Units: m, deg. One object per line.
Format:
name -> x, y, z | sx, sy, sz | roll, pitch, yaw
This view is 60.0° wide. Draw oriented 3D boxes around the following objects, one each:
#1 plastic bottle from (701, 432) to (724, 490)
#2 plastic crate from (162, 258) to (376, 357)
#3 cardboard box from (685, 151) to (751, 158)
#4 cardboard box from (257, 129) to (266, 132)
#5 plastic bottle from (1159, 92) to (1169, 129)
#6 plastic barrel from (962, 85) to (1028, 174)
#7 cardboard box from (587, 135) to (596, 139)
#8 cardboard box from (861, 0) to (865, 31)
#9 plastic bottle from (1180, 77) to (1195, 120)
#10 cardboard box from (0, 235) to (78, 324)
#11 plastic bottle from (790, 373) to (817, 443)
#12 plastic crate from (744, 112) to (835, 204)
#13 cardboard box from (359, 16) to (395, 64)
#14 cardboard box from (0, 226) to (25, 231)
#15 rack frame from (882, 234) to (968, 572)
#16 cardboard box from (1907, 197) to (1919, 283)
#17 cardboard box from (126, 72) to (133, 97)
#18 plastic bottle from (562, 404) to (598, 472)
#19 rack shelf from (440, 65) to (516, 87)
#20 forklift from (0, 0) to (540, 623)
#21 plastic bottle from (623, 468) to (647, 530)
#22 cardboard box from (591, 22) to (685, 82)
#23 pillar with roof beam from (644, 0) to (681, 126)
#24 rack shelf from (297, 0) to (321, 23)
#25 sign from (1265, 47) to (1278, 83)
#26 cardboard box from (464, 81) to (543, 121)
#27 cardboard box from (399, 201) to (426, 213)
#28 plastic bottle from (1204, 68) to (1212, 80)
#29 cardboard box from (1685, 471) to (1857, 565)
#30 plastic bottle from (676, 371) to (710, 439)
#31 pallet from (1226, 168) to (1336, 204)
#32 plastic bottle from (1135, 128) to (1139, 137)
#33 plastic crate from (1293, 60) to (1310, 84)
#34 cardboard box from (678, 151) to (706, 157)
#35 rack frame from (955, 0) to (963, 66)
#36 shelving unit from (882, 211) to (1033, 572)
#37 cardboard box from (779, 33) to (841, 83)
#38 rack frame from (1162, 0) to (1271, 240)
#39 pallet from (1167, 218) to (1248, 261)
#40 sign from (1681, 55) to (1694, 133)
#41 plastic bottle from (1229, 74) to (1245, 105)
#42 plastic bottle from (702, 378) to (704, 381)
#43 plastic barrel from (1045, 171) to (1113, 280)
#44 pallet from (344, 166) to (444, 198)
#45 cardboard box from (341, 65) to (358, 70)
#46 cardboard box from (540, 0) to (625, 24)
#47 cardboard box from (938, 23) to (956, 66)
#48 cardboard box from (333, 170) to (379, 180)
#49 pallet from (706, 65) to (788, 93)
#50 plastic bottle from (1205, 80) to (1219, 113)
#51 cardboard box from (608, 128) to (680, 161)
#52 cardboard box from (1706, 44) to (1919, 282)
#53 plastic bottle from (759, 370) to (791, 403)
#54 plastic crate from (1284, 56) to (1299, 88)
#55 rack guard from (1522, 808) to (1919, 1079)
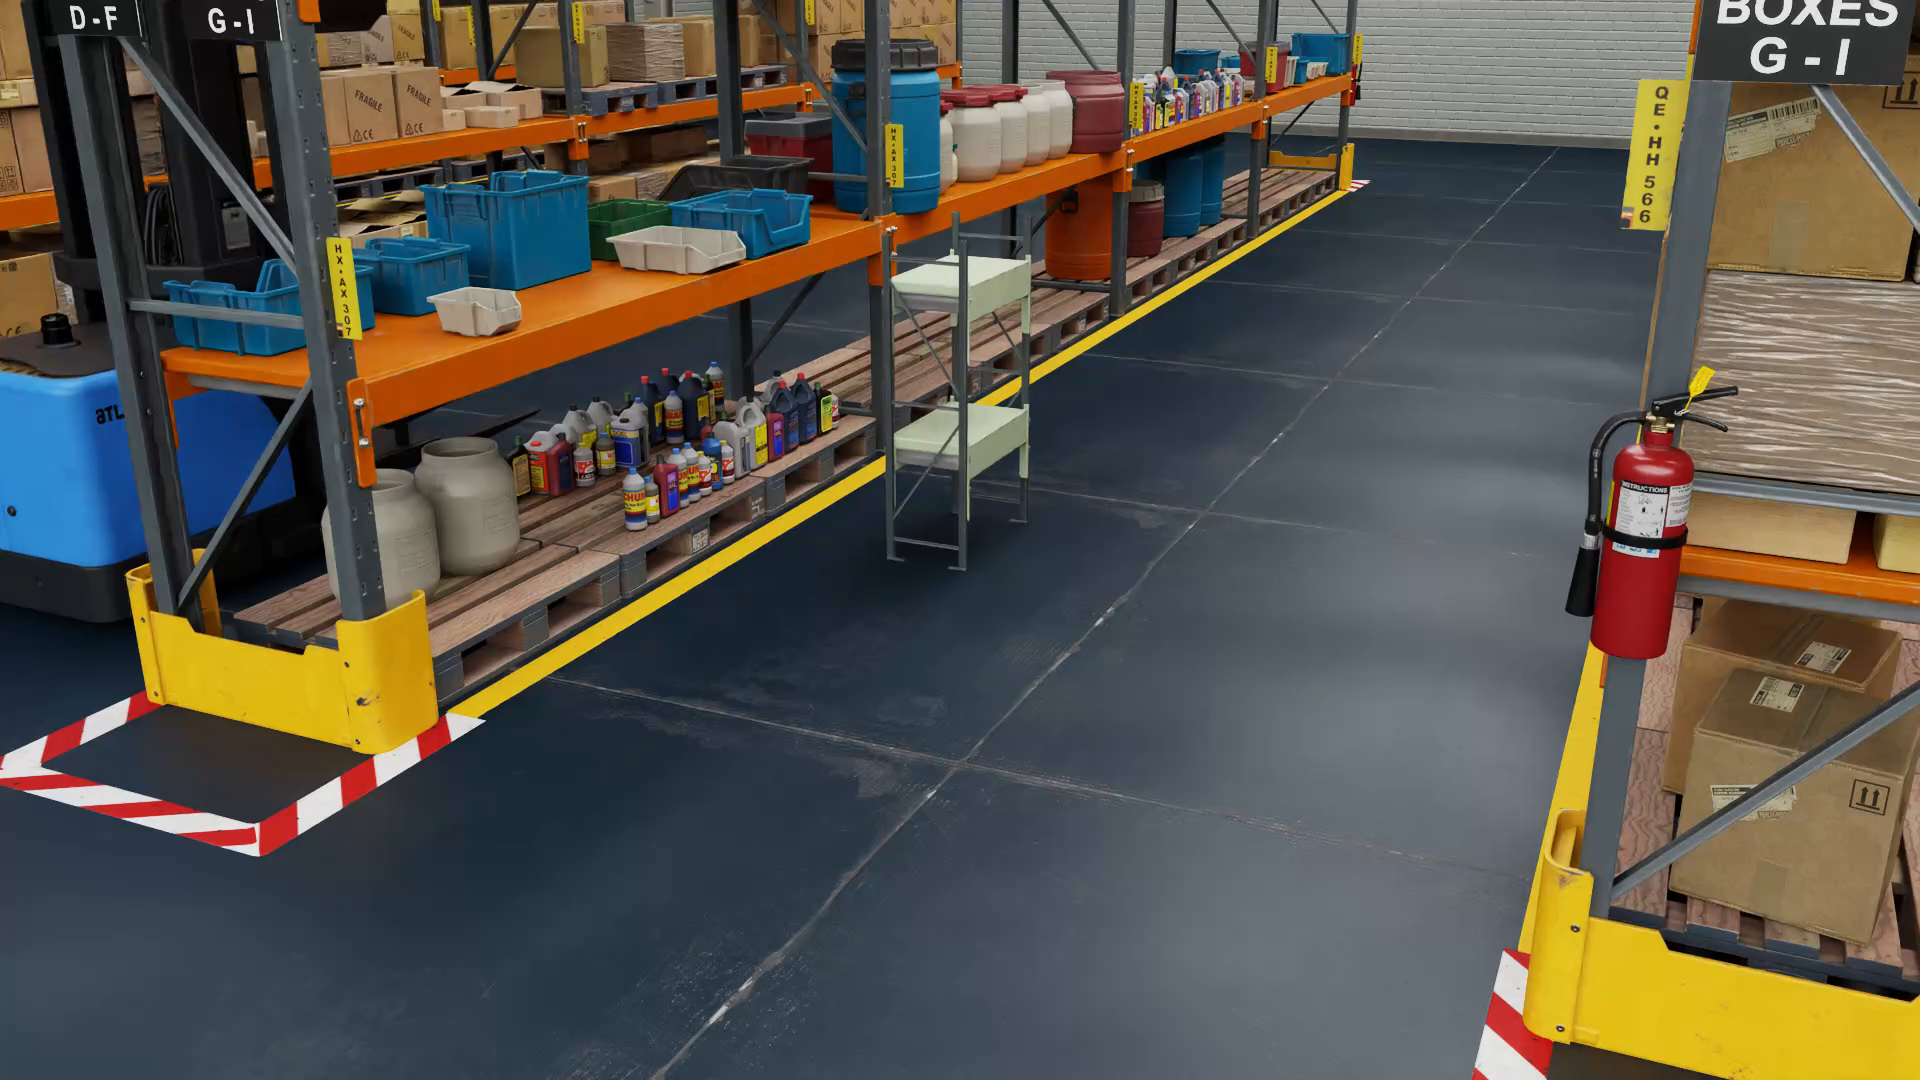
plastic bottle -> -1.191, -0.386, 7.992 | 0.097, 0.271, 0.097 | 0, 20, 0
plastic crate -> -2.550, -0.879, 6.186 | 0.499, 0.251, 0.616 | 9, 21, 23
cardboard box -> -2.442, -3.640, 16.802 | 0.500, 0.500, 0.500 | 9, 21, 23
cardboard box -> -5.169, -2.889, 11.817 | 0.396, 0.266, 0.258 | 8, 21, 21
plastic bottle -> 1.647, -3.480, 13.452 | 0.061, 0.283, 0.133 | 9, 21, 23
plastic barrel -> 0.226, -2.661, 10.771 | 0.433, 0.535, 0.433 | 0, 20, 0
cardboard box -> -5.369, -5.645, 22.469 | 0.700, 0.500, 0.500 | 8, 21, 23
cardboard box -> -1.214, -6.043, 18.842 | 0.500, 0.500, 0.500 | 8, 21, 21
plastic bottle -> 1.903, -3.737, 14.075 | 0.144, 0.351, 0.185 | 9, 21, 23
cardboard box -> -5.567, -1.591, 10.324 | 0.500, 0.500, 0.500 | 9, 21, 23
plastic bottle -> -0.845, -0.701, 8.759 | 0.144, 0.351, 0.185 | 8, 21, 21
plastic crate -> -0.925, -2.198, 9.577 | 0.402, 0.464, 0.583 | 9, 21, 23
cardboard box -> -6.765, -5.646, 18.746 | 0.500, 0.500, 0.500 | 9, 21, 23
cardboard box -> -8.986, -3.065, 15.184 | 0.700, 0.500, 0.500 | 8, 21, 22
rack frame -> -0.153, -0.593, 7.397 | 0.400, 1.500, 0.023 | 9, 21, 23
cardboard box -> 2.511, -0.864, 3.838 | 0.500, 0.500, 0.500 | 9, 21, 23
cardboard box -> -5.380, -2.823, 10.314 | 0.380, 0.149, 0.250 | 8, 21, 22
plastic bottle -> -1.881, -0.503, 8.202 | 0.144, 0.351, 0.185 | 10, 22, 25
rack shelf -> -5.787, -6.055, 21.592 | 1.077, 0.370, 4.000 | 9, 21, 23
forklift -> -3.305, -1.495, 7.798 | 1.130, 2.935, 3.031 | 9, 21, 23
plastic bottle -> -1.455, -0.188, 7.437 | 0.097, 0.271, 0.097 | 0, 20, 0
cardboard box -> -3.020, -4.588, 15.616 | 0.700, 0.500, 0.500 | 13, 23, 33
pillar with roof beam -> -0.724, -10.185, 23.179 | 9.100, 9.000, 0.400 | 9, 21, 23
rack shelf -> -1.663, -2.441, 6.952 | 1.077, 0.370, 4.000 | 9, 21, 23
sign -> 2.933, -4.478, 15.670 | 0.100, 0.325, 0.005 | 9, 21, 23
cardboard box -> -3.912, -3.734, 14.125 | 0.500, 0.311, 0.500 | 10, 22, 26
cardboard box -> -4.129, -2.540, 13.275 | 0.500, 0.311, 0.500 | 8, 21, 22
plastic bottle -> 2.223, -4.094, 15.077 | 0.144, 0.351, 0.185 | 9, 21, 23
cardboard box -> 1.965, -0.072, 4.071 | 0.380, 0.149, 0.250 | 9, 21, 23
plastic bottle -> -1.422, -0.727, 8.834 | 0.144, 0.351, 0.185 | 9, 21, 23
pallet -> 3.697, -4.085, 19.142 | 1.003, 0.211, 1.213 | 9, 21, 23
plastic bottle -> 1.339, -3.260, 12.850 | 0.097, 0.271, 0.097 | 0, 20, 0
plastic crate -> 3.463, -4.932, 17.522 | 0.416, 0.233, 0.300 | 9, 21, 23
cardboard box -> -2.926, -3.703, 16.978 | 0.500, 0.500, 0.500 | 9, 21, 23
rack frame -> -0.448, -6.327, 21.283 | 1.000, 3.000, 0.127 | 9, 21, 23
shelving unit -> -0.003, -0.705, 7.712 | 0.431, 1.500, 0.755 | 9, 21, 23
cardboard box -> -1.628, -5.270, 18.161 | 0.500, 0.500, 0.500 | 9, 22, 24
rack frame -> 2.432, -4.423, 15.930 | 1.000, 3.000, 0.127 | 9, 21, 23
pallet -> 2.078, -2.879, 15.750 | 1.003, 0.211, 1.213 | 9, 21, 23
sign -> 3.167, -1.919, 7.159 | 0.100, 0.325, 0.005 | 9, 21, 23
plastic bottle -> 2.566, -4.200, 15.487 | 0.152, 0.276, 0.135 | 9, 21, 23
plastic bottle -> -1.416, -0.798, 9.256 | 0.097, 0.201, 0.097 | 0, 20, 0
plastic barrel -> 0.979, -2.528, 13.212 | 0.600, 0.830, 0.708 | 9, 21, 23
pallet -> -6.854, -4.223, 19.527 | 1.003, 0.211, 1.213 | 9, 21, 23
cardboard box -> -6.931, -5.224, 18.526 | 0.380, 0.149, 0.250 | 9, 21, 23
cardboard box -> -5.168, -6.989, 22.698 | 0.980, 0.700, 0.700 | 10, 22, 25
cardboard box -> -0.383, -6.200, 20.776 | 0.500, 0.500, 0.500 | 9, 22, 24
cardboard box -> -7.115, -4.479, 18.668 | 0.750, 0.750, 0.750 | 9, 22, 24
pallet -> -2.512, -4.784, 17.232 | 1.003, 0.211, 1.213 | 9, 21, 23
plastic bottle -> 2.209, -3.934, 14.740 | 0.152, 0.276, 0.135 | 9, 21, 23
cardboard box -> -3.120, -3.913, 16.451 | 0.500, 0.250, 0.500 | 8, 21, 22
cardboard box -> 2.037, -0.936, 4.038 | 0.500, 0.500, 0.500 | 9, 21, 23
plastic bottle -> -0.976, -0.720, 8.814 | 0.144, 0.351, 0.185 | 9, 21, 23
plastic crate -> 3.225, -4.837, 17.181 | 0.437, 0.282, 0.530 | 9, 21, 23
rack guard -> 2.068, 1.079, 4.188 | 1.175, 0.500, 0.348 | 9, 21, 23
